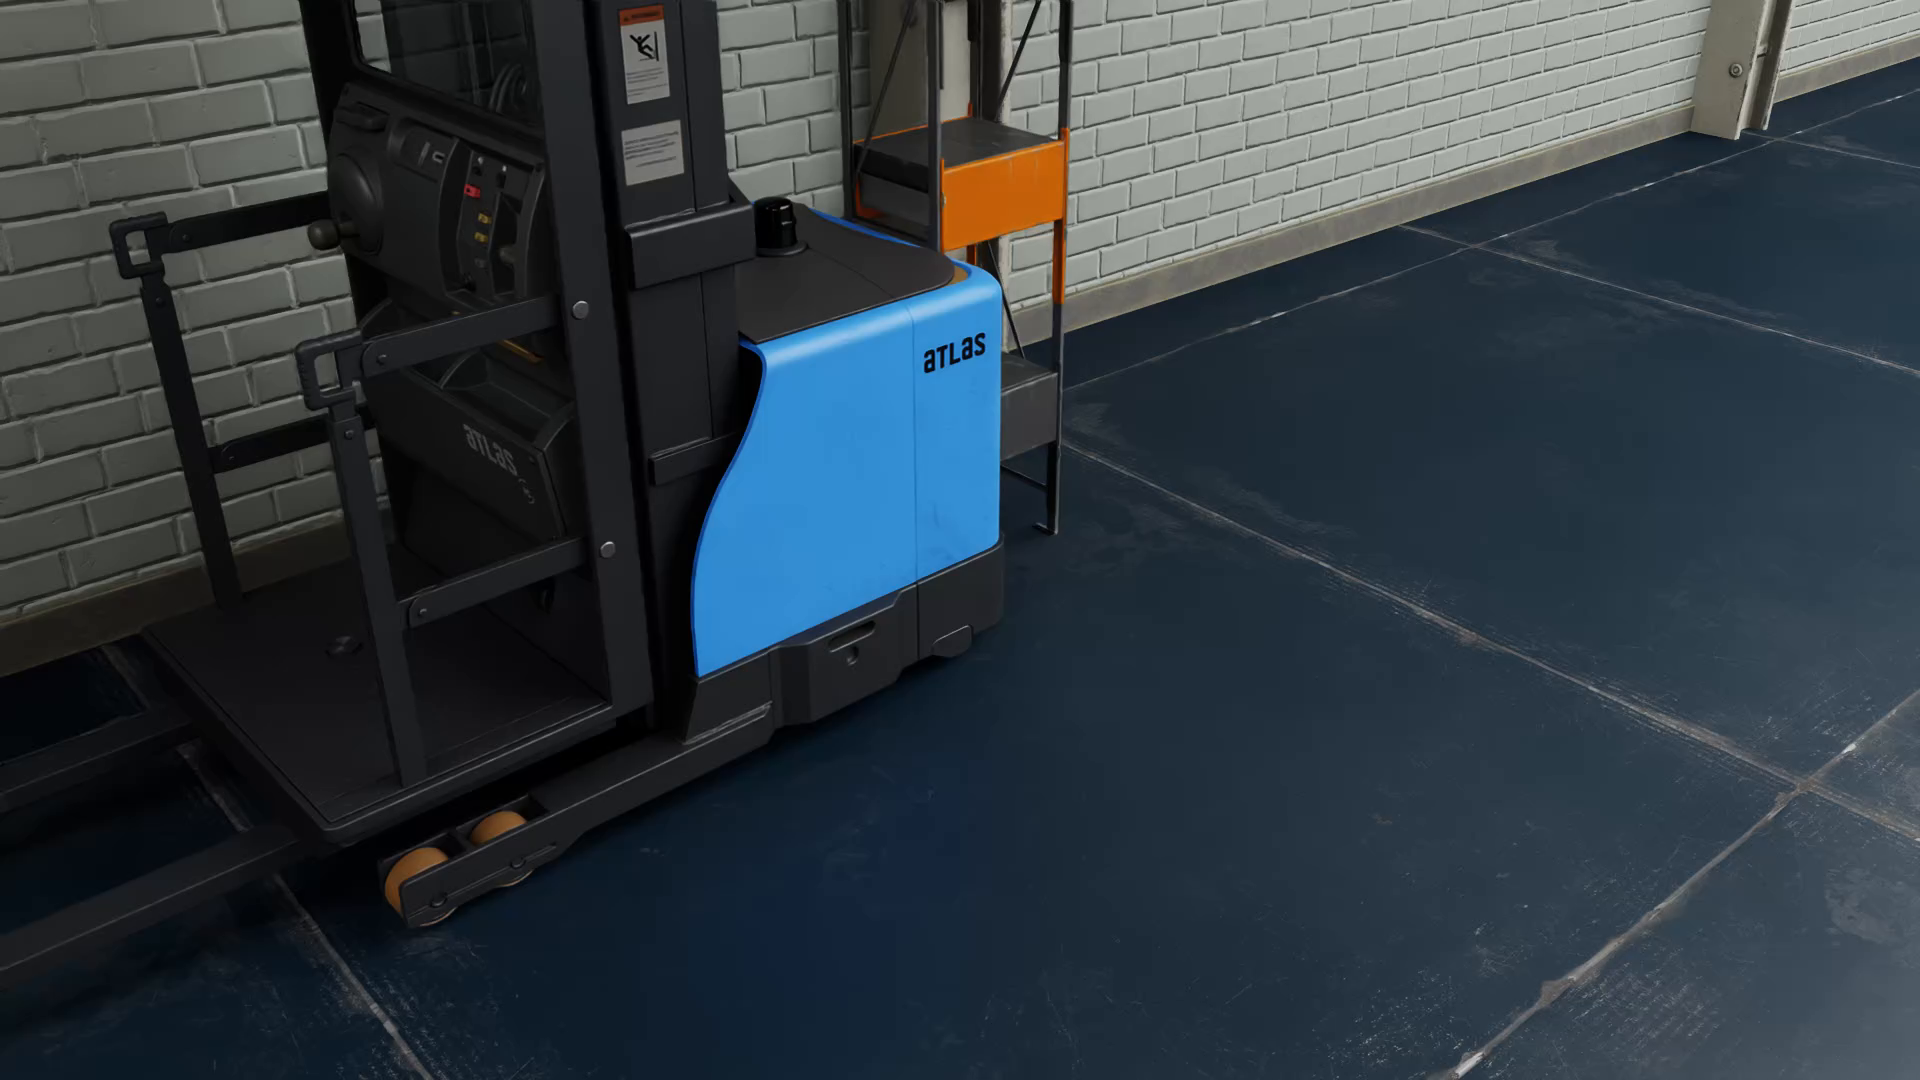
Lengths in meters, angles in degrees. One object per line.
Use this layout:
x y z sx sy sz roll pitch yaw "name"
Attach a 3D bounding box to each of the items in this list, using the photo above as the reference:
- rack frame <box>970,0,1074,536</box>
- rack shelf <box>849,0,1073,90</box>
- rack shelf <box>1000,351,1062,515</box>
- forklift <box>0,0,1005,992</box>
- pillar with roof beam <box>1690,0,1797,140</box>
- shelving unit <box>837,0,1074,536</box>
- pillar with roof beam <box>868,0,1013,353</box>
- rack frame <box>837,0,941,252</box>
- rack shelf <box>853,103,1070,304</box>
0.170 -1.010 4.912 0.015 2.100 0.400 -23 36 -37 "rack frame"
-0.010 -1.538 4.443 0.480 0.518 0.431 -23 36 -37 "rack shelf"
-0.010 -0.303 5.103 0.480 0.518 0.431 -23 36 -37 "rack shelf"
-1.303 -0.722 3.492 3.031 2.935 1.130 -23 36 -37 "forklift"
7.293 -4.839 4.758 0.400 9.000 9.100 -22 35 -35 "pillar with roof beam"
-0.010 -0.932 4.767 0.503 2.100 0.431 -23 36 -37 "shelving unit"
2.729 -3.004 1.324 0.400 9.000 9.100 -22 35 -35 "pillar with roof beam"
-0.190 -0.855 4.621 0.015 2.100 0.400 -23 36 -37 "rack frame"
-0.010 -0.920 4.773 0.480 0.518 0.431 -23 36 -37 "rack shelf"
